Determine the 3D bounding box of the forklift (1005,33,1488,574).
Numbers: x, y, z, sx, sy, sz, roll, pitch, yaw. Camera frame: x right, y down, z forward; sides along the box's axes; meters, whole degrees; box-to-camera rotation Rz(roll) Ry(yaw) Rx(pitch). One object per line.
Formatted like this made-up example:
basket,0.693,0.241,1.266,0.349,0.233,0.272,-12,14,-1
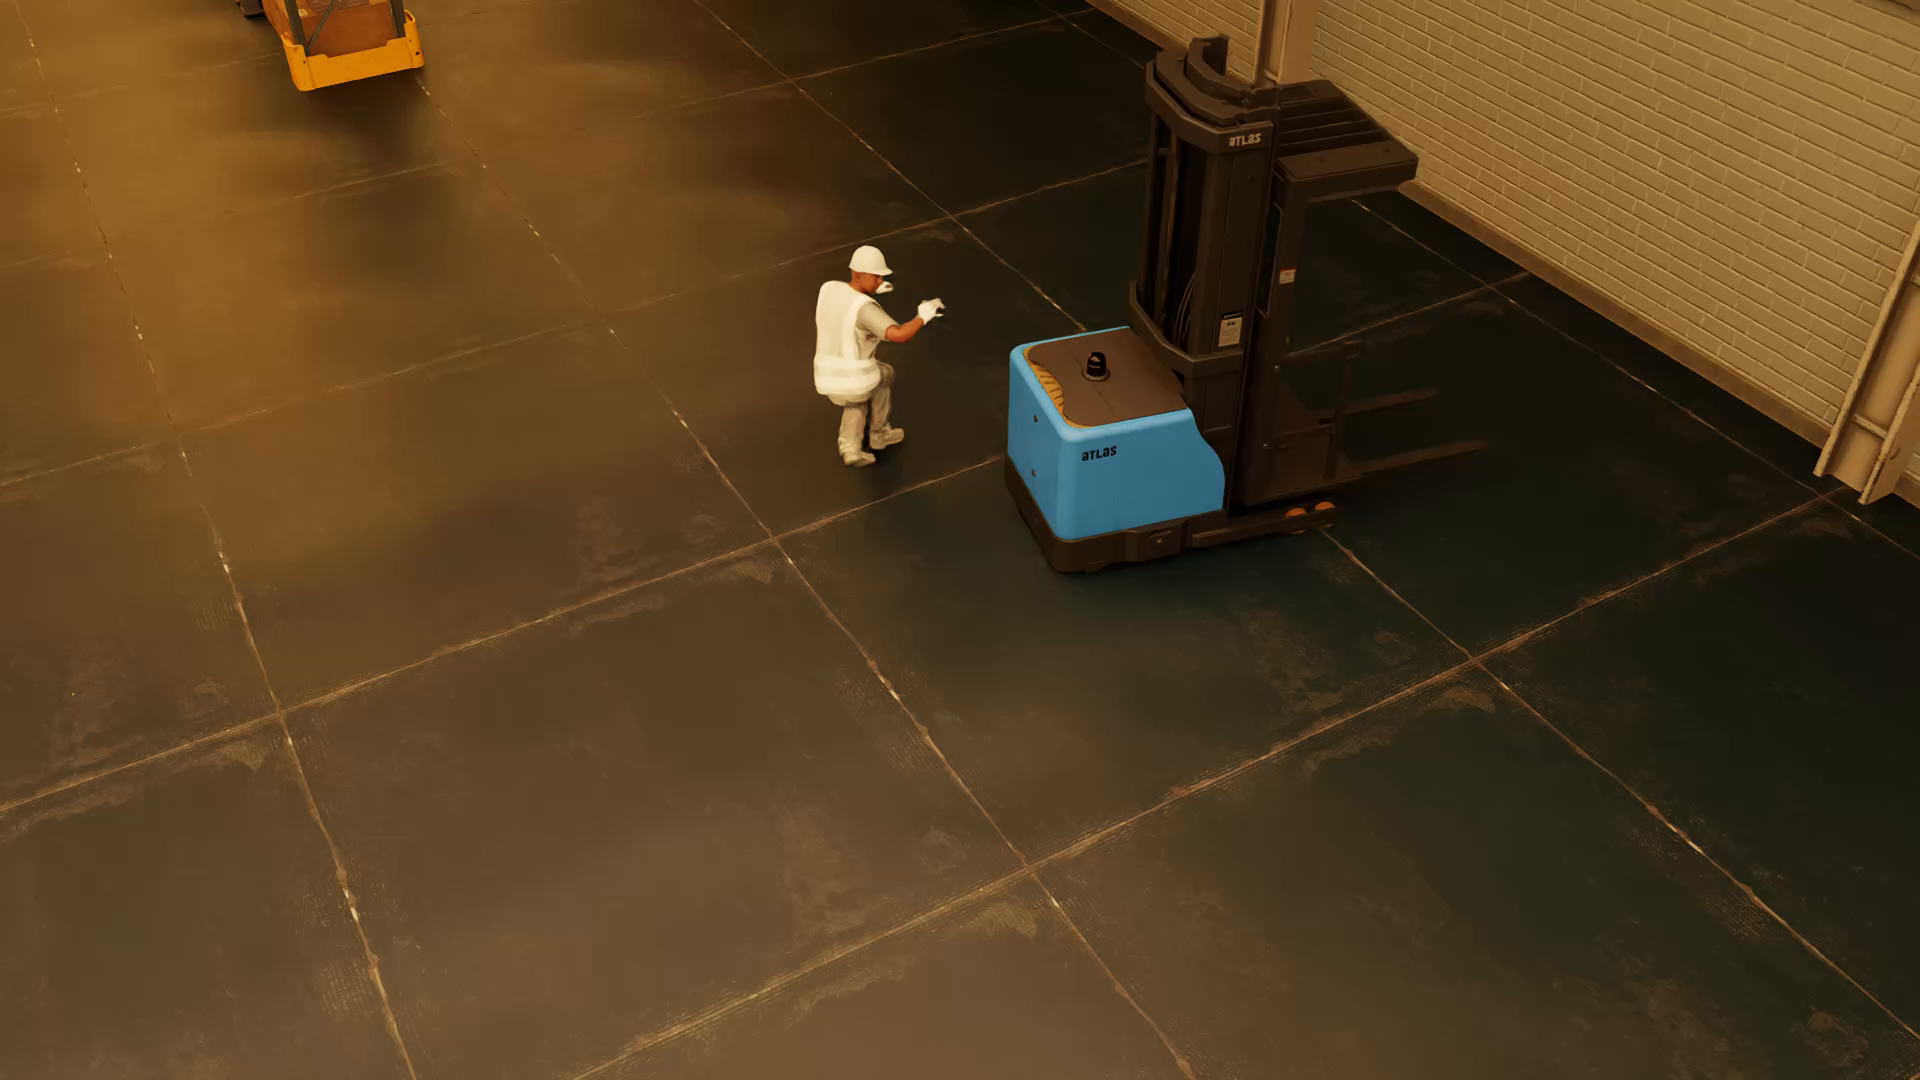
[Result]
forklift,1.863,-1.475,9.815,3.031,2.935,1.130,-12,41,-14

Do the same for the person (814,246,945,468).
person,-0.475,-1.219,10.646,0.841,1.489,1.112,16,42,18
